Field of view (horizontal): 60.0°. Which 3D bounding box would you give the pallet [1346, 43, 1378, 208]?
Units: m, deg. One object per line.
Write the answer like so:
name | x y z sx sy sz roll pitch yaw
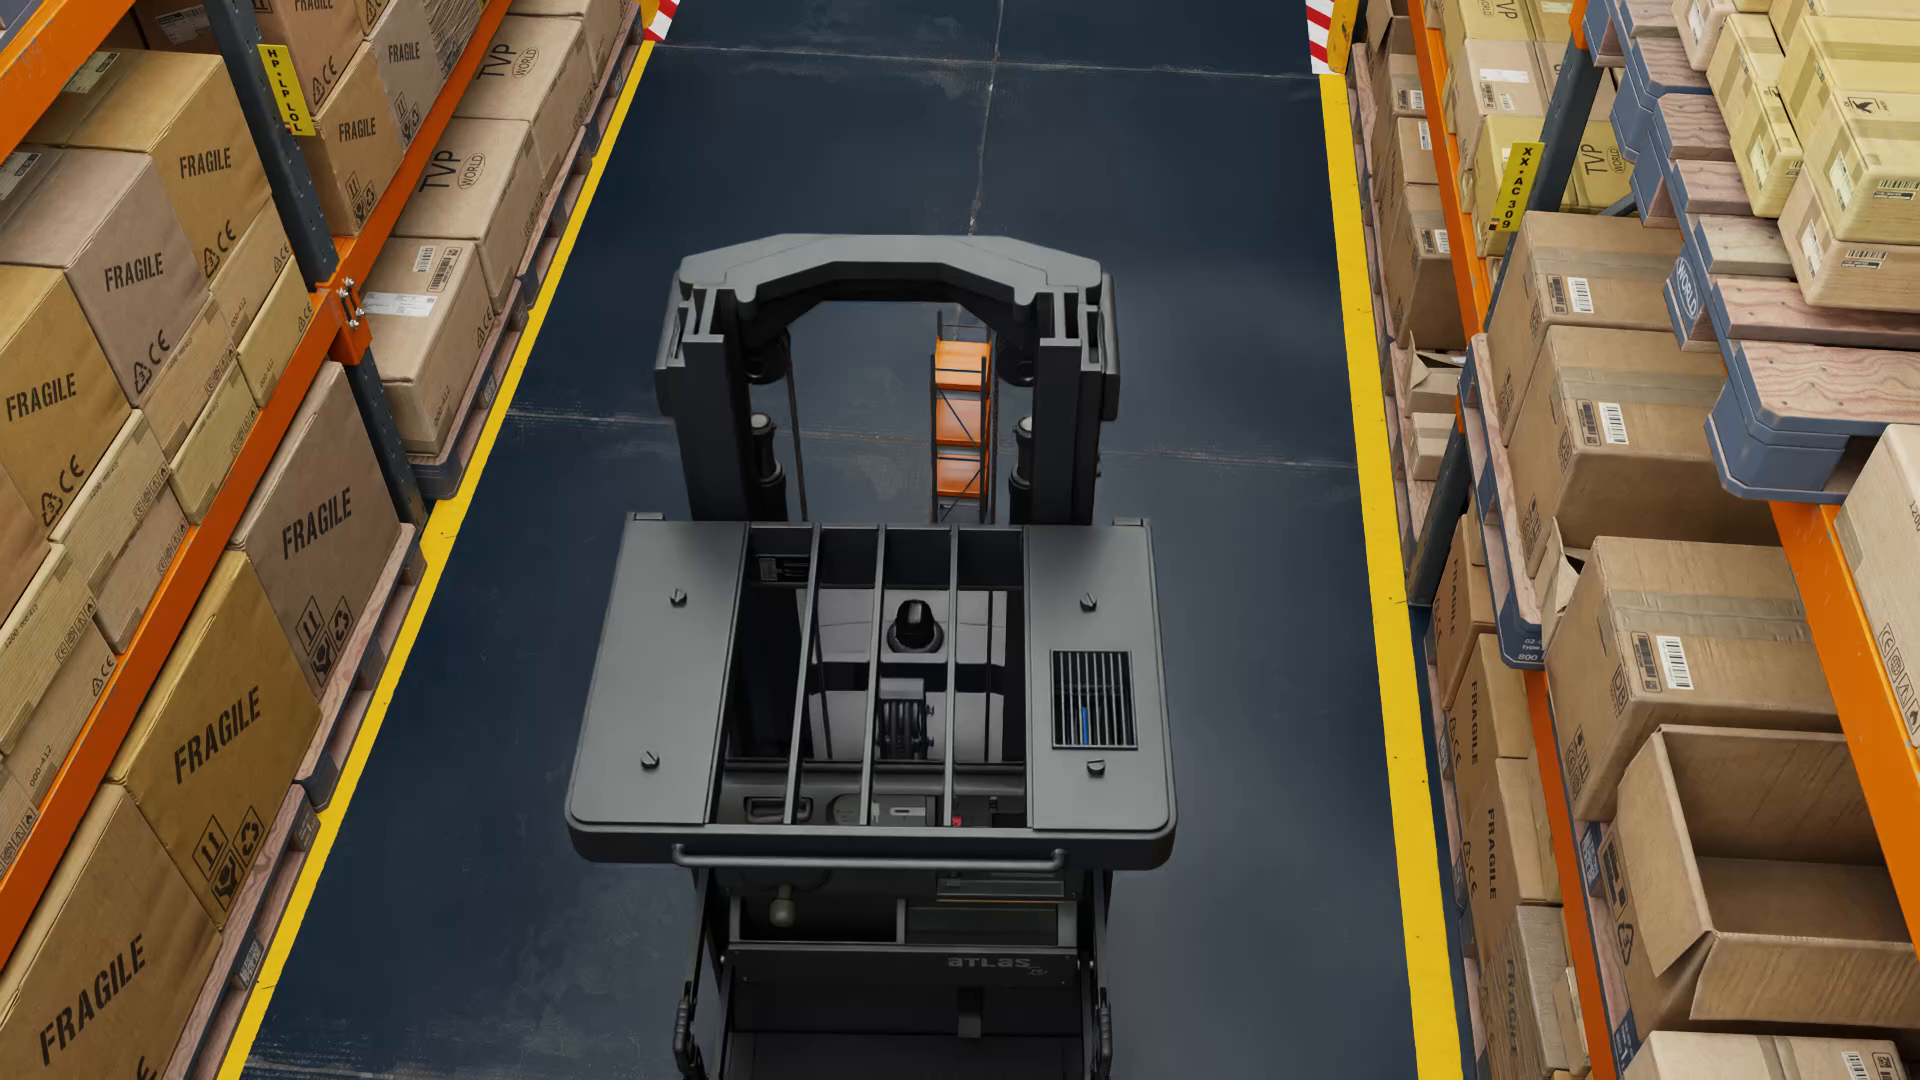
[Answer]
pallet | 2.543 -2.120 8.546 1.003 0.211 1.213 4 48 4

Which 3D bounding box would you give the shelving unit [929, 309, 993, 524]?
shelving unit | 0.005 -0.394 6.399 0.215 1.050 0.252 4 48 4

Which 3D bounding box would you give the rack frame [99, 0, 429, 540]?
rack frame | -2.686 -1.094 5.718 1.000 3.000 0.127 4 48 4

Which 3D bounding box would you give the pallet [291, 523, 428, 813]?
pallet | -2.681 0.419 6.224 1.003 0.211 1.213 4 48 4

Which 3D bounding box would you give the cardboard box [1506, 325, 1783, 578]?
cardboard box | 1.943 -0.218 4.564 0.700 0.500 0.500 4 48 4

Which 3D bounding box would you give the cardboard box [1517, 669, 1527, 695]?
cardboard box | 1.999 0.364 5.354 0.380 0.149 0.250 2 48 2

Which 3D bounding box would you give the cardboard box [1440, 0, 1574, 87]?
cardboard box | 2.150 -1.938 6.390 0.500 0.250 0.500 4 48 3

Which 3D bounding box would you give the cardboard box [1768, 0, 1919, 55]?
cardboard box | 1.812 -1.010 3.224 0.380 0.149 0.250 4 48 4

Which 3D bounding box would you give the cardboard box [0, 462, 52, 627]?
cardboard box | -2.615 0.013 3.960 0.500 0.500 0.500 5 48 4

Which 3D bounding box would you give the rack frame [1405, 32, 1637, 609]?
rack frame | 2.257 -0.763 5.415 1.000 3.000 0.127 4 48 4

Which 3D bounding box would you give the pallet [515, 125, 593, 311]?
pallet | -2.430 -1.606 8.075 1.003 0.211 1.213 4 48 4

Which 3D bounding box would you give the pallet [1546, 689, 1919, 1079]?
pallet | 2.065 0.812 4.105 1.003 0.211 1.213 4 48 4

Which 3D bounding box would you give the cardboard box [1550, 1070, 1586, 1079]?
cardboard box | 1.818 1.801 4.479 0.500 0.500 0.500 6 48 5

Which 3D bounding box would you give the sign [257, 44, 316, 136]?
sign | -2.145 -1.429 5.293 0.100 0.325 0.005 4 48 4

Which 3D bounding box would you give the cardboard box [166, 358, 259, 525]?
cardboard box | -2.524 -0.323 5.114 0.500 0.250 0.500 3 48 3

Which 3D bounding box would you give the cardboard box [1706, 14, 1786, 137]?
cardboard box | 1.743 -0.923 3.346 0.380 0.149 0.250 3 48 3

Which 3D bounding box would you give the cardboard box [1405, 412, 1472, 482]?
cardboard box | 2.015 -0.372 6.705 0.380 0.149 0.250 3 48 2

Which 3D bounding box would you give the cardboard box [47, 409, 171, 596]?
cardboard box | -2.564 -0.123 4.593 0.500 0.250 0.500 5 48 4

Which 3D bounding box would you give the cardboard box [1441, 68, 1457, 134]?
cardboard box | 2.083 -1.696 6.438 0.380 0.149 0.250 3 48 3

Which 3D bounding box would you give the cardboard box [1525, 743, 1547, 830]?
cardboard box | 1.928 0.747 5.004 0.380 0.149 0.250 4 48 3

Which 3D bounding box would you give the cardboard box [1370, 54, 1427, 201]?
cardboard box | 2.355 -1.932 7.894 0.700 0.500 0.500 6 48 5

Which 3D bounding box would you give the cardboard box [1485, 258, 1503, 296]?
cardboard box | 2.035 -0.930 5.738 0.380 0.149 0.250 4 48 4

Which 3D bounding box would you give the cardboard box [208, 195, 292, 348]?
cardboard box | -2.484 -0.872 5.278 0.500 0.250 0.500 4 48 3

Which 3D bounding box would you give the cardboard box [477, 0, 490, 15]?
cardboard box | -2.234 -2.568 6.998 0.500 0.500 0.500 5 48 5

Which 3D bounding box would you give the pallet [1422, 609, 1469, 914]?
pallet | 2.221 0.778 5.895 1.003 0.211 1.213 4 48 4

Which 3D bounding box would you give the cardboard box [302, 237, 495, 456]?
cardboard box | -2.522 -0.825 6.924 0.875 0.438 0.875 3 48 3

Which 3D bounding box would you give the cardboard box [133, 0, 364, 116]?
cardboard box | -2.402 -1.799 5.617 0.500 0.500 0.500 4 48 4

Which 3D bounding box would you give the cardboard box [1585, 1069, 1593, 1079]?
cardboard box | 1.839 1.512 4.304 0.380 0.149 0.250 3 48 3

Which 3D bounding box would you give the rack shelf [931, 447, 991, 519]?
rack shelf | 0.005 -0.199 6.611 0.215 0.259 0.240 4 48 4

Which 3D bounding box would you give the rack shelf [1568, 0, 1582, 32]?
rack shelf | 2.439 -3.002 5.918 1.077 0.370 4.000 4 48 4

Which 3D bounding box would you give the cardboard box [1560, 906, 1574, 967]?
cardboard box | 1.907 1.130 4.654 0.380 0.149 0.250 4 48 4

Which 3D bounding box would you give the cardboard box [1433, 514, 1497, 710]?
cardboard box | 1.989 0.279 5.871 0.500 0.500 0.500 6 48 5

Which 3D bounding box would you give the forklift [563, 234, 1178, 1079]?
forklift | -0.152 0.867 3.971 1.130 2.935 3.031 1 48 1

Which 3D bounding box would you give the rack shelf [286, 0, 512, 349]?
rack shelf | -2.504 -2.321 7.328 1.077 0.370 4.000 4 48 4

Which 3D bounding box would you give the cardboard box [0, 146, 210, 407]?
cardboard box | -2.517 -0.740 4.648 0.500 0.500 0.500 5 48 4

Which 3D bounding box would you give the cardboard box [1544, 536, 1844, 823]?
cardboard box | 1.872 0.359 4.036 0.700 0.500 0.500 4 48 3

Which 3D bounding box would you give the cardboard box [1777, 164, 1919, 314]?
cardboard box | 1.719 -0.542 2.998 0.380 0.149 0.250 5 48 4

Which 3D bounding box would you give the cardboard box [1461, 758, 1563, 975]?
cardboard box | 1.900 1.037 5.178 0.500 0.500 0.500 3 48 2

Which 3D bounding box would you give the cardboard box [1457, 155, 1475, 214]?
cardboard box | 2.036 -1.315 6.090 0.380 0.149 0.250 5 48 5

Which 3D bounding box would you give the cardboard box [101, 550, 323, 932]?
cardboard box | -2.738 0.606 5.318 0.875 0.875 0.875 5 48 5

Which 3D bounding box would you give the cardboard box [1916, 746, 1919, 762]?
cardboard box | 1.743 0.452 2.373 0.500 0.250 0.500 4 48 4

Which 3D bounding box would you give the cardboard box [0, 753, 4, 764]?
cardboard box | -2.653 0.626 3.907 0.500 0.250 0.500 4 48 3

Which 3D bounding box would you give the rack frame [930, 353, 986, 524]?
rack frame | -0.006 -0.304 6.317 0.200 1.050 0.008 4 48 4

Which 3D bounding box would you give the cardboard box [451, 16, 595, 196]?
cardboard box | -2.357 -2.146 8.132 0.875 0.438 0.875 5 48 5

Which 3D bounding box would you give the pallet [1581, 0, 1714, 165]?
pallet | 2.128 -1.238 3.944 1.213 0.211 1.003 4 48 4

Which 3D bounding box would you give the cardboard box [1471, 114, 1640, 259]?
cardboard box | 2.061 -1.204 5.718 0.500 0.250 0.500 5 48 5

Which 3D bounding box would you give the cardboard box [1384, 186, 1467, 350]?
cardboard box | 2.260 -1.169 7.196 0.700 0.500 0.500 2 48 2

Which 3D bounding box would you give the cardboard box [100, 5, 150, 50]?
cardboard box | -2.918 -1.831 5.646 0.500 0.500 0.500 4 48 3

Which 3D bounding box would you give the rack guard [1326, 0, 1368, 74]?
rack guard | 2.615 -2.803 8.975 1.175 0.500 0.348 4 48 4

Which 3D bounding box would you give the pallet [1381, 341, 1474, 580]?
pallet | 2.321 -0.327 6.906 1.003 0.211 1.213 4 48 4

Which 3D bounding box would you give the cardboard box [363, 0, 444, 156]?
cardboard box | -2.333 -1.825 6.318 0.500 0.500 0.500 4 48 4

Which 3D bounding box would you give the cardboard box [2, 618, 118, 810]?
cardboard box | -2.631 0.427 4.429 0.500 0.250 0.500 4 48 4

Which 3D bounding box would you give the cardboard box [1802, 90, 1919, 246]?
cardboard box | 1.711 -0.641 2.887 0.380 0.149 0.250 4 48 4

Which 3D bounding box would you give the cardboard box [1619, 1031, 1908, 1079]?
cardboard box | 1.666 1.288 3.356 0.500 0.250 0.500 2 48 2

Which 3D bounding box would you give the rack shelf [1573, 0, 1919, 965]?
rack shelf | 2.075 -0.063 3.230 1.077 0.370 4.000 4 48 4
